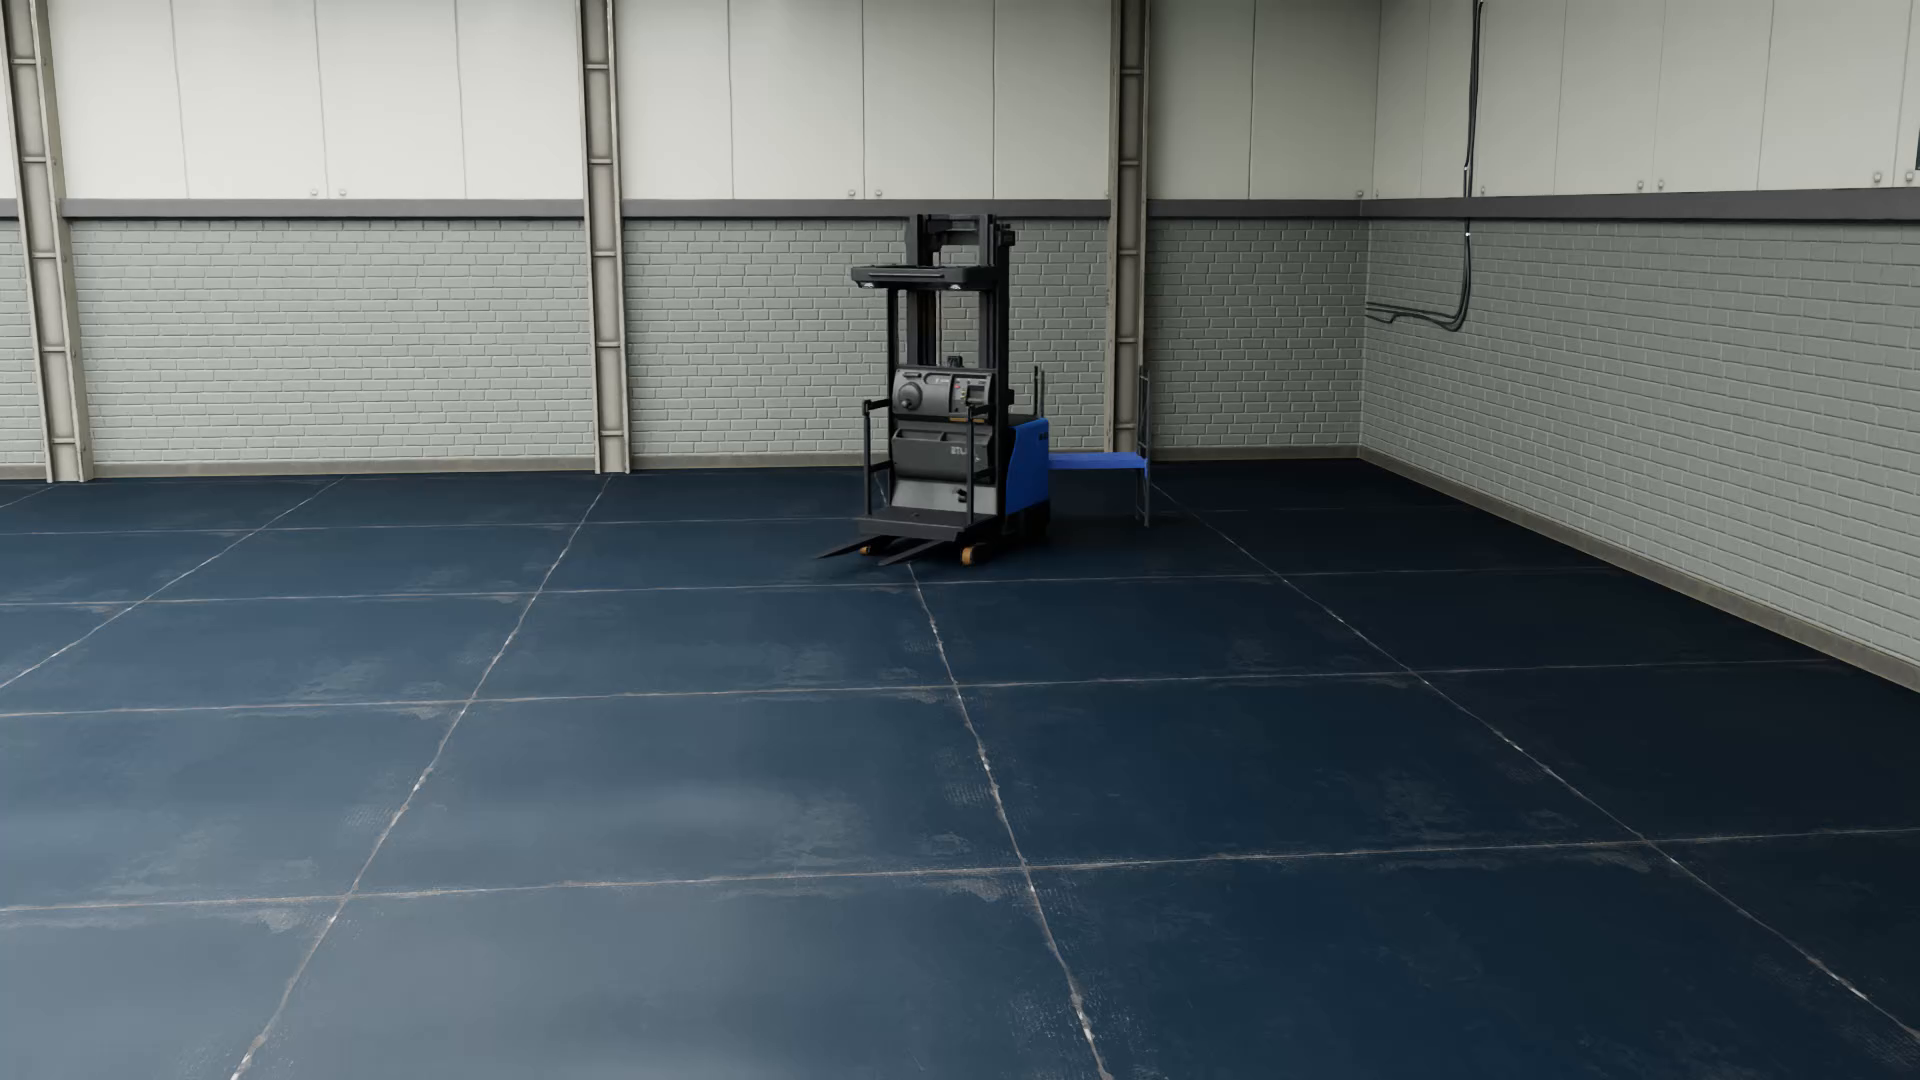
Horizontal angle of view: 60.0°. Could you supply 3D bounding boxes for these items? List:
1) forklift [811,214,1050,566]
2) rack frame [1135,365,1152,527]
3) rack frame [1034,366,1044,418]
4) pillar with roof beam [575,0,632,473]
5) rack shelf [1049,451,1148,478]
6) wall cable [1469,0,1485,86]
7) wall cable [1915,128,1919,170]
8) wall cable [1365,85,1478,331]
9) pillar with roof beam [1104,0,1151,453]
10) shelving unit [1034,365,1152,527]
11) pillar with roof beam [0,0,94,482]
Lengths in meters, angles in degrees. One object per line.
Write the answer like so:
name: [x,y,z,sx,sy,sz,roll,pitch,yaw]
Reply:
forklift: [-0.245,-1.313,14.332,1.130,2.935,3.031,5,12,25]
rack frame: [1.764,-0.909,15.988,0.032,1.500,0.500,-1,11,-5]
rack frame: [0.751,-0.892,15.899,0.032,1.500,0.500,-1,11,-5]
pillar with roof beam: [-3.554,-4.389,14.250,0.400,9.000,9.100,-1,11,-6]
rack shelf: [1.257,-0.724,15.978,1.000,0.185,0.538,-1,11,-5]
wall cable: [5.309,-5.583,15.280,0.112,2.526,3.097,-1,11,-6]
wall cable: [6.027,-4.996,8.517,0.169,6.003,2.305,-1,11,-6]
wall cable: [5.017,-3.624,18.406,0.112,2.526,3.097,-1,11,-6]
pillar with roof beam: [2.411,-4.514,14.885,0.400,9.000,9.100,-1,11,-6]
shelving unit: [1.257,-0.901,15.944,1.048,1.500,0.538,-1,11,-5]
pillar with roof beam: [-9.519,-4.264,13.614,0.400,9.000,9.100,-1,11,-6]
